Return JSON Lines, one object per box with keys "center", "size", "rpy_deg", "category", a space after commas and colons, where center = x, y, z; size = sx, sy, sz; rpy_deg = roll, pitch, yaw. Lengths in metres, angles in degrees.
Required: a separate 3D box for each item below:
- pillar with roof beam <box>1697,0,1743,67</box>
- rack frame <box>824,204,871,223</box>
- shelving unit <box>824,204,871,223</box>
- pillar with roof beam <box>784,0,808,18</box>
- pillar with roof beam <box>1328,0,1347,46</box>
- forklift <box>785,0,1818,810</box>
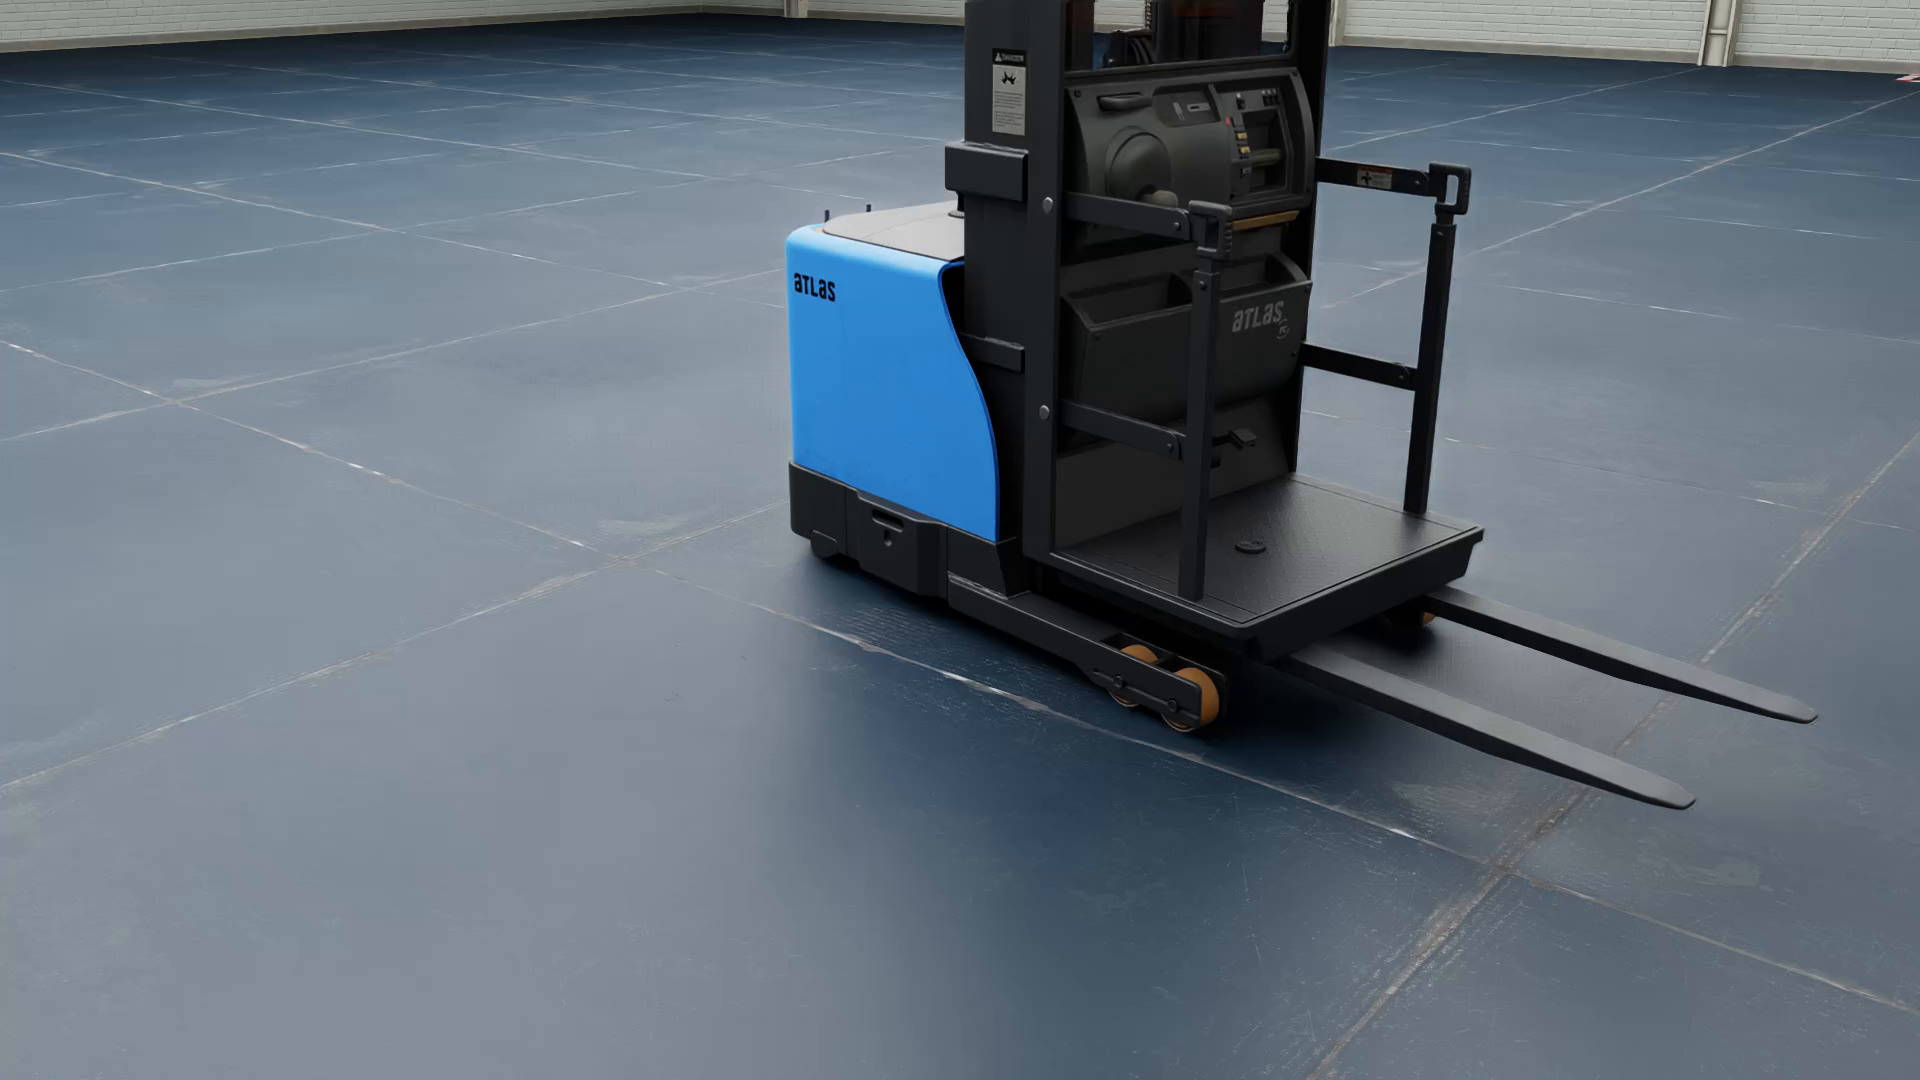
{"center": [7.878, -9.701, 18.639], "size": [0.400, 9.000, 9.100], "rpy_deg": [16, 26, 36], "category": "pillar with roof beam"}
{"center": [-0.387, -0.660, 5.930], "size": [0.200, 1.050, 0.008], "rpy_deg": [-17, 27, -38], "category": "rack frame"}
{"center": [-0.306, -0.628, 5.844], "size": [0.215, 1.050, 0.252], "rpy_deg": [-17, 27, -38], "category": "shelving unit"}
{"center": [-6.067, -13.716, 29.288], "size": [0.400, 9.000, 9.100], "rpy_deg": [16, 26, 36], "category": "pillar with roof beam"}
{"center": [3.230, -11.039, 22.188], "size": [0.400, 9.000, 9.100], "rpy_deg": [16, 26, 36], "category": "pillar with roof beam"}
{"center": [0.784, -1.072, 4.357], "size": [1.130, 2.935, 3.031], "rpy_deg": [-17, 27, -38], "category": "forklift"}
